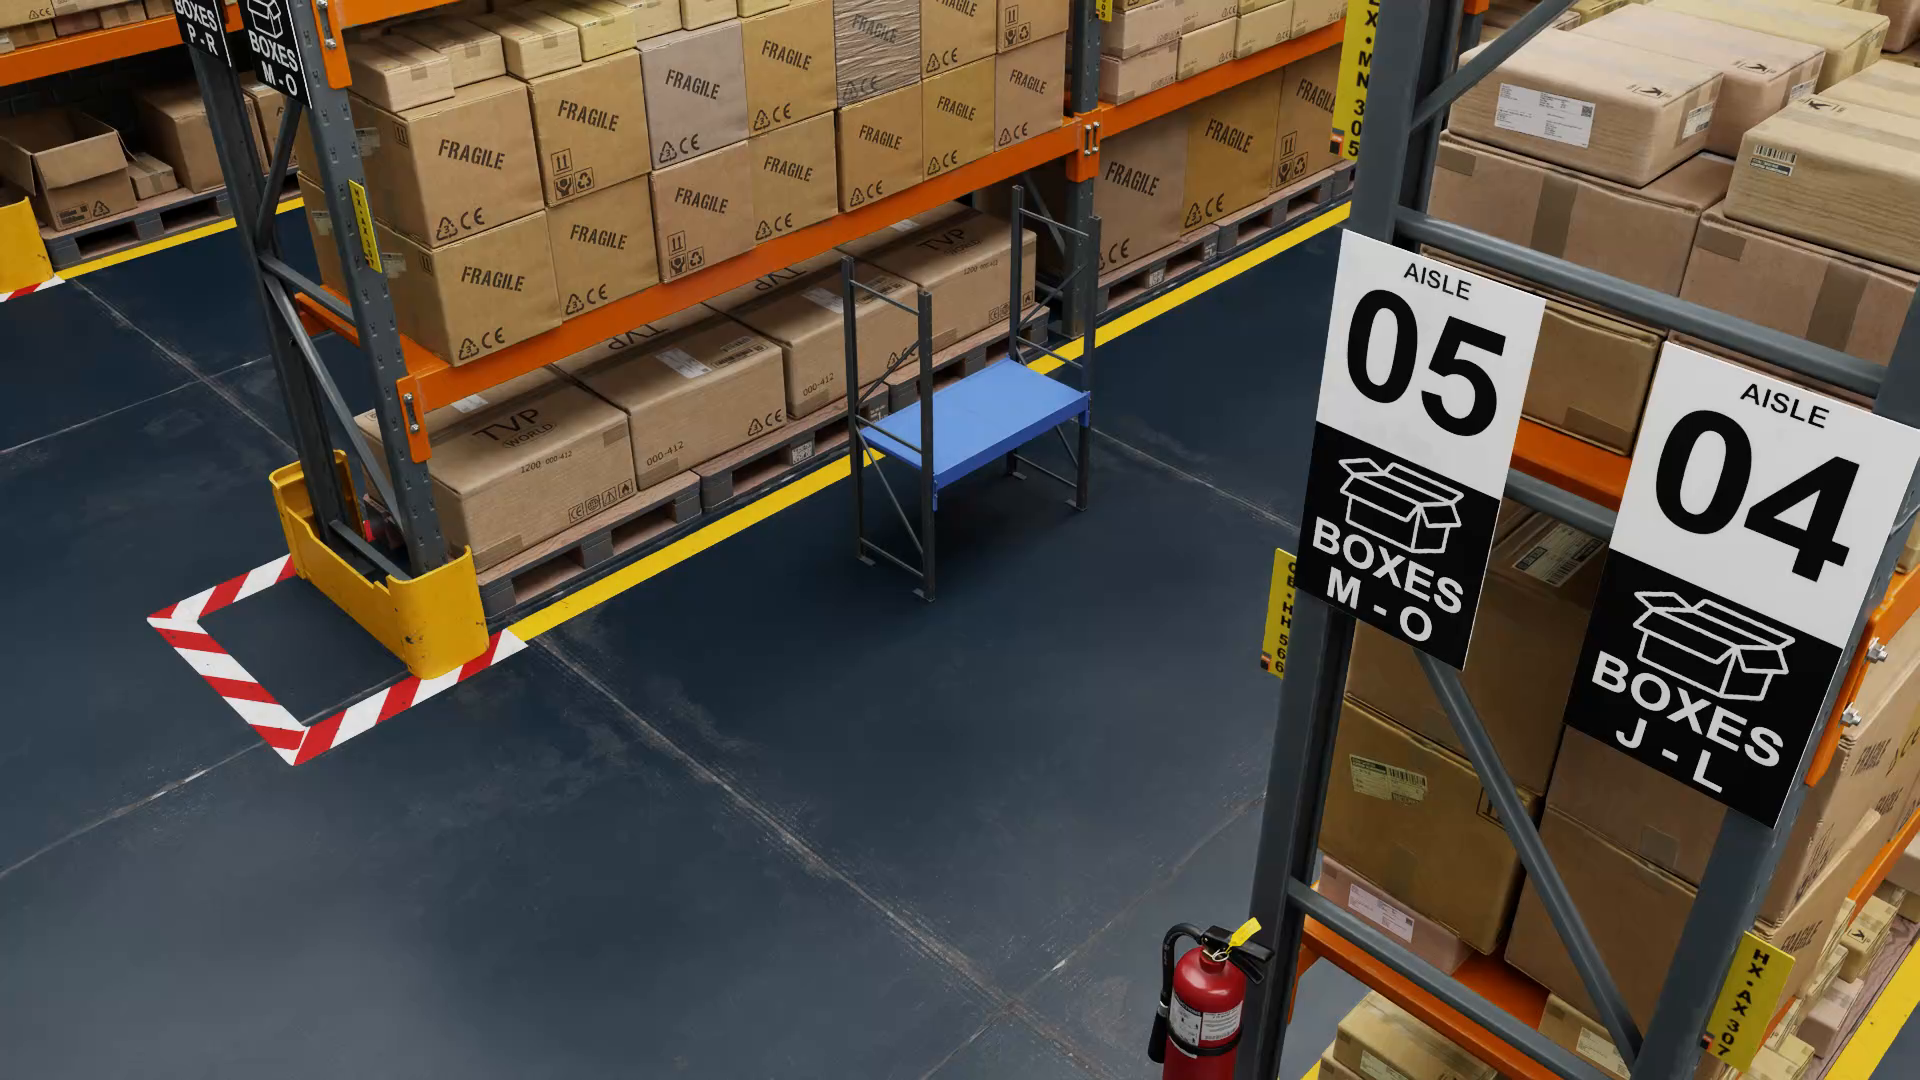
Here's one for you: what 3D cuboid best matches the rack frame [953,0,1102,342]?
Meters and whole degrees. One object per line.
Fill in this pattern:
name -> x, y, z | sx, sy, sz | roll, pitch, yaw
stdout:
rack frame -> 0.322, -2.571, 8.814 | 1.000, 3.000, 0.127 | 30, 45, 35

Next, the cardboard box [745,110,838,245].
cardboard box -> -0.906, -1.693, 7.468 | 0.500, 0.500, 0.500 | -28, 44, -34

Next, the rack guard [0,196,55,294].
rack guard -> -5.968, -1.952, 10.112 | 1.175, 0.500, 0.348 | 30, 45, 35

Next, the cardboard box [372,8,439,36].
cardboard box -> -2.224, -2.004, 6.472 | 0.250, 0.149, 0.380 | -29, 44, -35

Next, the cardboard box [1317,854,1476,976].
cardboard box -> 1.116, 0.863, 4.109 | 0.380, 0.149, 0.250 | 30, 45, 35

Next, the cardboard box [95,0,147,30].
cardboard box -> -5.067, -3.187, 9.917 | 0.250, 0.149, 0.380 | -28, 44, -34

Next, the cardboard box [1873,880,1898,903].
cardboard box -> 2.936, 1.019, 5.532 | 0.380, 0.149, 0.250 | 27, 43, 33

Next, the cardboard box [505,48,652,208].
cardboard box -> -1.597, -1.691, 6.591 | 0.500, 0.500, 0.500 | 28, 44, 34

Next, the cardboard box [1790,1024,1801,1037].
cardboard box -> 2.350, 1.476, 5.137 | 0.380, 0.149, 0.250 | 30, 45, 35

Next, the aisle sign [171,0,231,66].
aisle sign -> -2.767, -2.109, 5.880 | 0.394, 0.787, 0.004 | 30, 45, 35

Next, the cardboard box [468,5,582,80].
cardboard box -> -1.651, -1.891, 6.311 | 0.250, 0.149, 0.380 | -28, 44, -34

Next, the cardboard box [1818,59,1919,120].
cardboard box -> 1.669, -0.667, 2.807 | 0.250, 0.149, 0.380 | -28, 44, -34

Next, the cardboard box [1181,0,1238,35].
cardboard box -> 1.179, -3.003, 9.127 | 0.500, 0.250, 0.500 | -29, 44, -35

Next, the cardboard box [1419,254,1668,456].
cardboard box -> 1.220, -0.453, 3.287 | 0.500, 0.250, 0.500 | 29, 44, 34

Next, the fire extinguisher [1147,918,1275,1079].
fire extinguisher -> 0.582, 1.108, 3.933 | 0.296, 0.674, 0.183 | 30, 45, 35

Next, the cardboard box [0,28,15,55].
cardboard box -> -5.595, -2.866, 9.457 | 0.380, 0.149, 0.250 | 29, 44, 35

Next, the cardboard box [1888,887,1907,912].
cardboard box -> 2.910, 1.175, 5.567 | 0.250, 0.149, 0.380 | -29, 44, -35

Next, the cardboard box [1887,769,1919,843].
cardboard box -> 2.313, 0.351, 4.276 | 0.500, 0.500, 0.500 | -29, 44, -35

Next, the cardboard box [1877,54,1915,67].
cardboard box -> 1.591, -0.865, 3.440 | 0.500, 0.250, 0.500 | 28, 44, 34

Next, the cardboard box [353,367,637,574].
cardboard box -> -2.103, -0.377, 7.541 | 0.875, 0.438, 0.875 | 28, 44, 34

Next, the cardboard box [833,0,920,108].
cardboard box -> -0.530, -2.306, 7.473 | 0.500, 0.500, 0.500 | -29, 44, -35

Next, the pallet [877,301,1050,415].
pallet -> -0.270, -1.150, 9.215 | 1.003, 0.211, 1.213 | 30, 45, 35

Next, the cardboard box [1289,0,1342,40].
cardboard box -> 1.914, -3.193, 9.838 | 0.500, 0.250, 0.500 | 29, 44, 35

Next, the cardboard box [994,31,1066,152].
cardboard box -> 0.176, -2.321, 8.368 | 0.500, 0.500, 0.500 | -29, 44, -35

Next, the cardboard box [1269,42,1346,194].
cardboard box -> 1.963, -2.888, 10.760 | 0.875, 0.875, 0.875 | -29, 44, -35

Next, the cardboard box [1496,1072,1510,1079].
cardboard box -> 1.498, 1.364, 4.777 | 0.250, 0.149, 0.380 | -29, 44, -35

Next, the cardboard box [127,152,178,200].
cardboard box -> -5.197, -2.316, 10.574 | 0.380, 0.149, 0.250 | 28, 43, 34

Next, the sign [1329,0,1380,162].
sign -> 0.708, -0.819, 2.905 | 0.100, 0.325, 0.005 | 30, 45, 35

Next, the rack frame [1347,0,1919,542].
rack frame -> 1.087, -1.454, 1.968 | 1.000, 3.000, 0.127 | 30, 45, 35

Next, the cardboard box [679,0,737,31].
cardboard box -> -1.126, -2.218, 6.779 | 0.250, 0.149, 0.380 | -29, 44, -35

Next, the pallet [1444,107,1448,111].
pallet -> 3.691, -3.368, 12.394 | 1.003, 0.211, 1.213 | 30, 45, 35

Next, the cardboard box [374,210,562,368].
cardboard box -> -1.955, -1.068, 6.571 | 0.500, 0.500, 0.500 | 29, 44, 35

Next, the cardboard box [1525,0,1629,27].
cardboard box -> 4.598, -4.123, 12.970 | 0.625, 0.372, 0.950 | -28, 44, -34

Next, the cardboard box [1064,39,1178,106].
cardboard box -> 0.819, -2.582, 8.961 | 0.500, 0.250, 0.500 | 28, 44, 34

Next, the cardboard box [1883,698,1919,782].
cardboard box -> 1.943, 0.151, 3.690 | 0.500, 0.500, 0.500 | -29, 44, -34

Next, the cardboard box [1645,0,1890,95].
cardboard box -> 1.537, -0.949, 3.212 | 0.380, 0.149, 0.250 | 28, 44, 34

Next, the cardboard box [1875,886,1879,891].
cardboard box -> 2.720, 1.001, 5.297 | 0.380, 0.149, 0.250 | 30, 45, 35

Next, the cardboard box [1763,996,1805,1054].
cardboard box -> 2.191, 1.339, 4.813 | 0.380, 0.149, 0.250 | 27, 43, 33

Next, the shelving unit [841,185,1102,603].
shelving unit -> 0.060, -0.650, 7.371 | 0.538, 1.500, 1.048 | 30, 45, 35

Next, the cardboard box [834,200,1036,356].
cardboard box -> -0.197, -1.481, 9.124 | 0.875, 0.438, 0.875 | 29, 44, 35

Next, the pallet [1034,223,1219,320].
pallet -> 0.812, -1.771, 10.105 | 1.003, 0.211, 1.213 | 30, 45, 35

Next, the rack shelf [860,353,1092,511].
rack shelf -> 0.060, -0.502, 7.474 | 0.538, 0.185, 1.000 | 30, 45, 35

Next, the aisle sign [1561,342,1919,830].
aisle sign -> 1.249, 0.091, 2.725 | 0.394, 0.787, 0.004 | 30, 45, 35

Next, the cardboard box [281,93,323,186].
cardboard box -> -2.326, -1.690, 6.590 | 0.500, 0.500, 0.500 | -28, 44, -34

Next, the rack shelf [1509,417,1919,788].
rack shelf -> 2.496, -0.741, 4.196 | 1.077, 0.370, 4.000 | 30, 45, 35

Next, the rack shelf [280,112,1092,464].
rack shelf -> -1.088, -1.464, 7.856 | 1.077, 0.370, 4.000 | 30, 45, 35
